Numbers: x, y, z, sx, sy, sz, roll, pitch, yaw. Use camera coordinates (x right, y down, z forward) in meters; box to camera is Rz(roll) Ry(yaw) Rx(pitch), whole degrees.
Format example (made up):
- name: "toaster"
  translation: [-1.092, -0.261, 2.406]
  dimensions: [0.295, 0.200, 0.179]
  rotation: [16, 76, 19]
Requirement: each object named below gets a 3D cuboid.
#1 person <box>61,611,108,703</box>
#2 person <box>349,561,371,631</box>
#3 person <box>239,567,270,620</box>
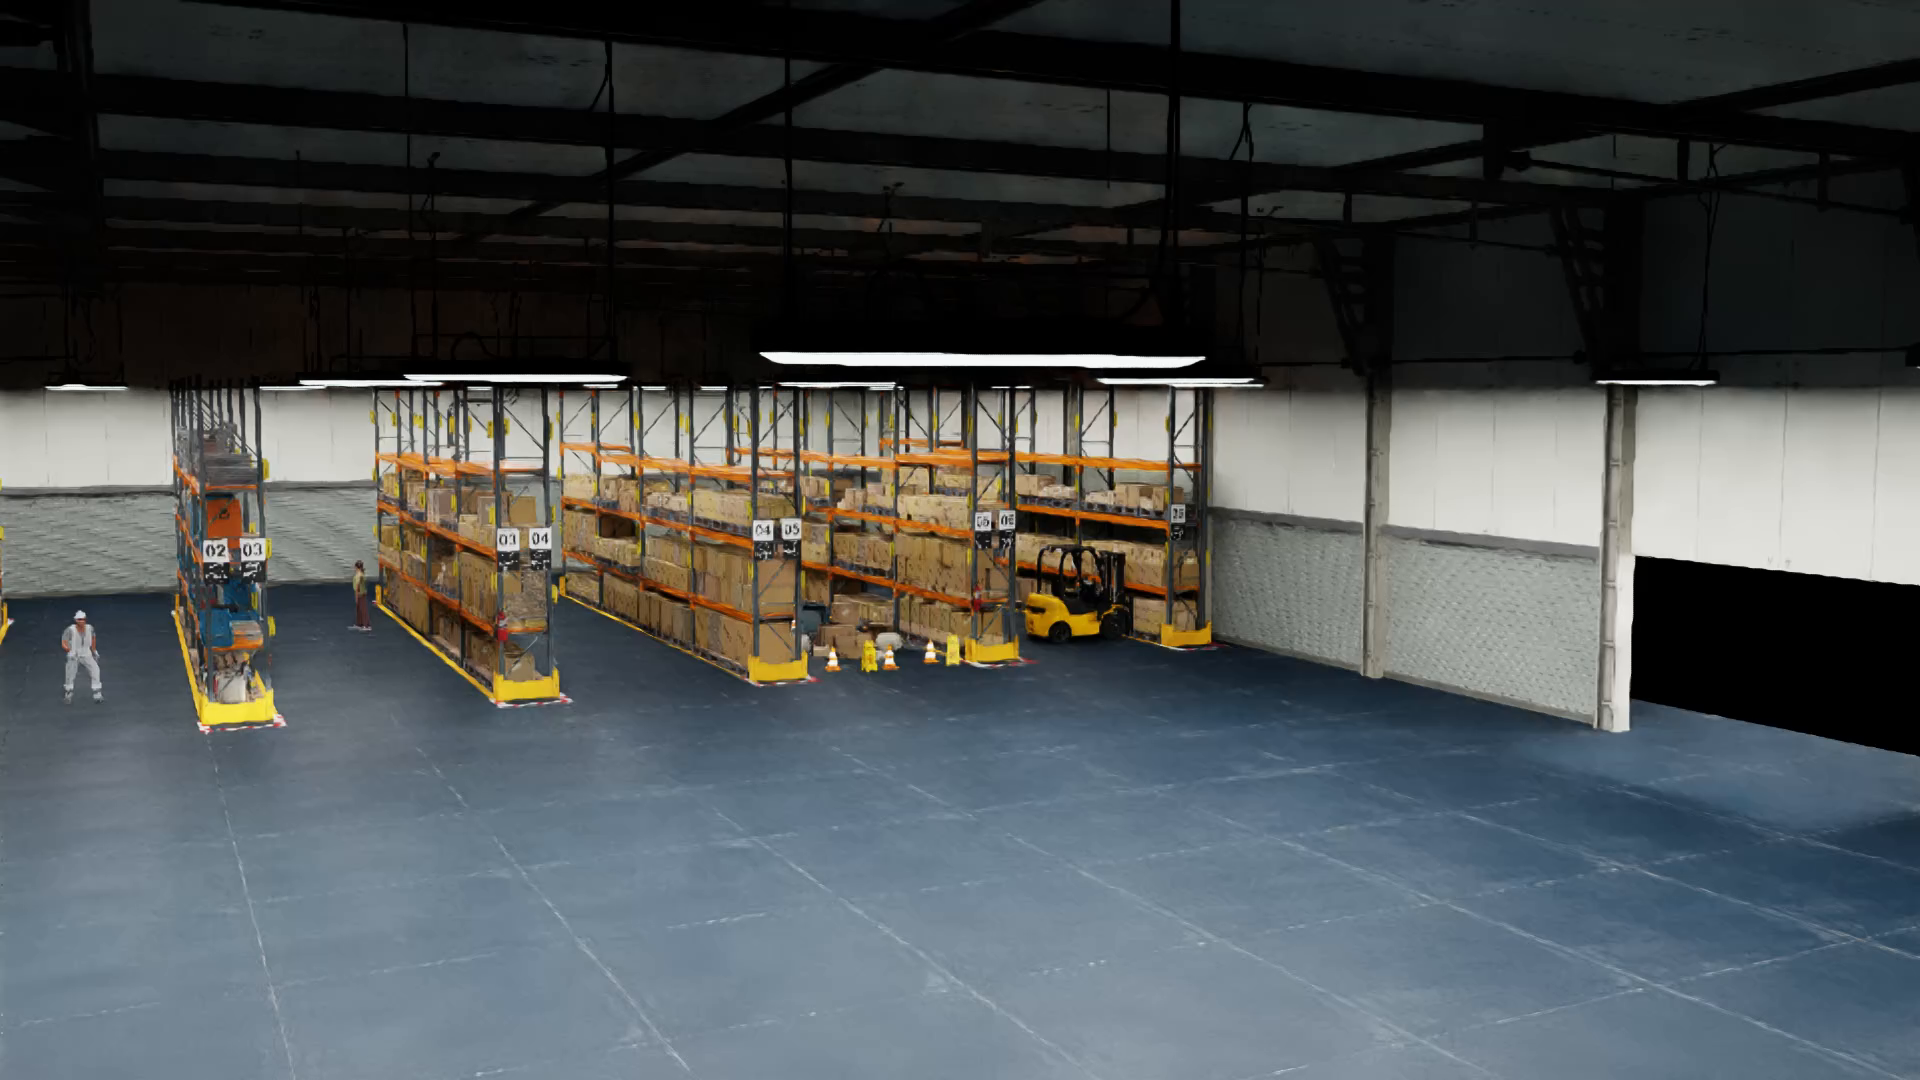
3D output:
- name: "person"
  translation: [-16.156, 2.139, 30.549]
  dimensions: [0.684, 1.714, 0.845]
  rotation: [-5, 7, -43]
- name: "person"
  translation: [-14.431, 1.325, 39.927]
  dimensions: [0.583, 1.665, 0.560]
  rotation: [-1, 5, -7]
- name: "person"
  translation: [-17.777, 1.161, 41.596]
  dimensions: [0.735, 1.715, 0.896]
  rotation: [-5, 7, -43]
